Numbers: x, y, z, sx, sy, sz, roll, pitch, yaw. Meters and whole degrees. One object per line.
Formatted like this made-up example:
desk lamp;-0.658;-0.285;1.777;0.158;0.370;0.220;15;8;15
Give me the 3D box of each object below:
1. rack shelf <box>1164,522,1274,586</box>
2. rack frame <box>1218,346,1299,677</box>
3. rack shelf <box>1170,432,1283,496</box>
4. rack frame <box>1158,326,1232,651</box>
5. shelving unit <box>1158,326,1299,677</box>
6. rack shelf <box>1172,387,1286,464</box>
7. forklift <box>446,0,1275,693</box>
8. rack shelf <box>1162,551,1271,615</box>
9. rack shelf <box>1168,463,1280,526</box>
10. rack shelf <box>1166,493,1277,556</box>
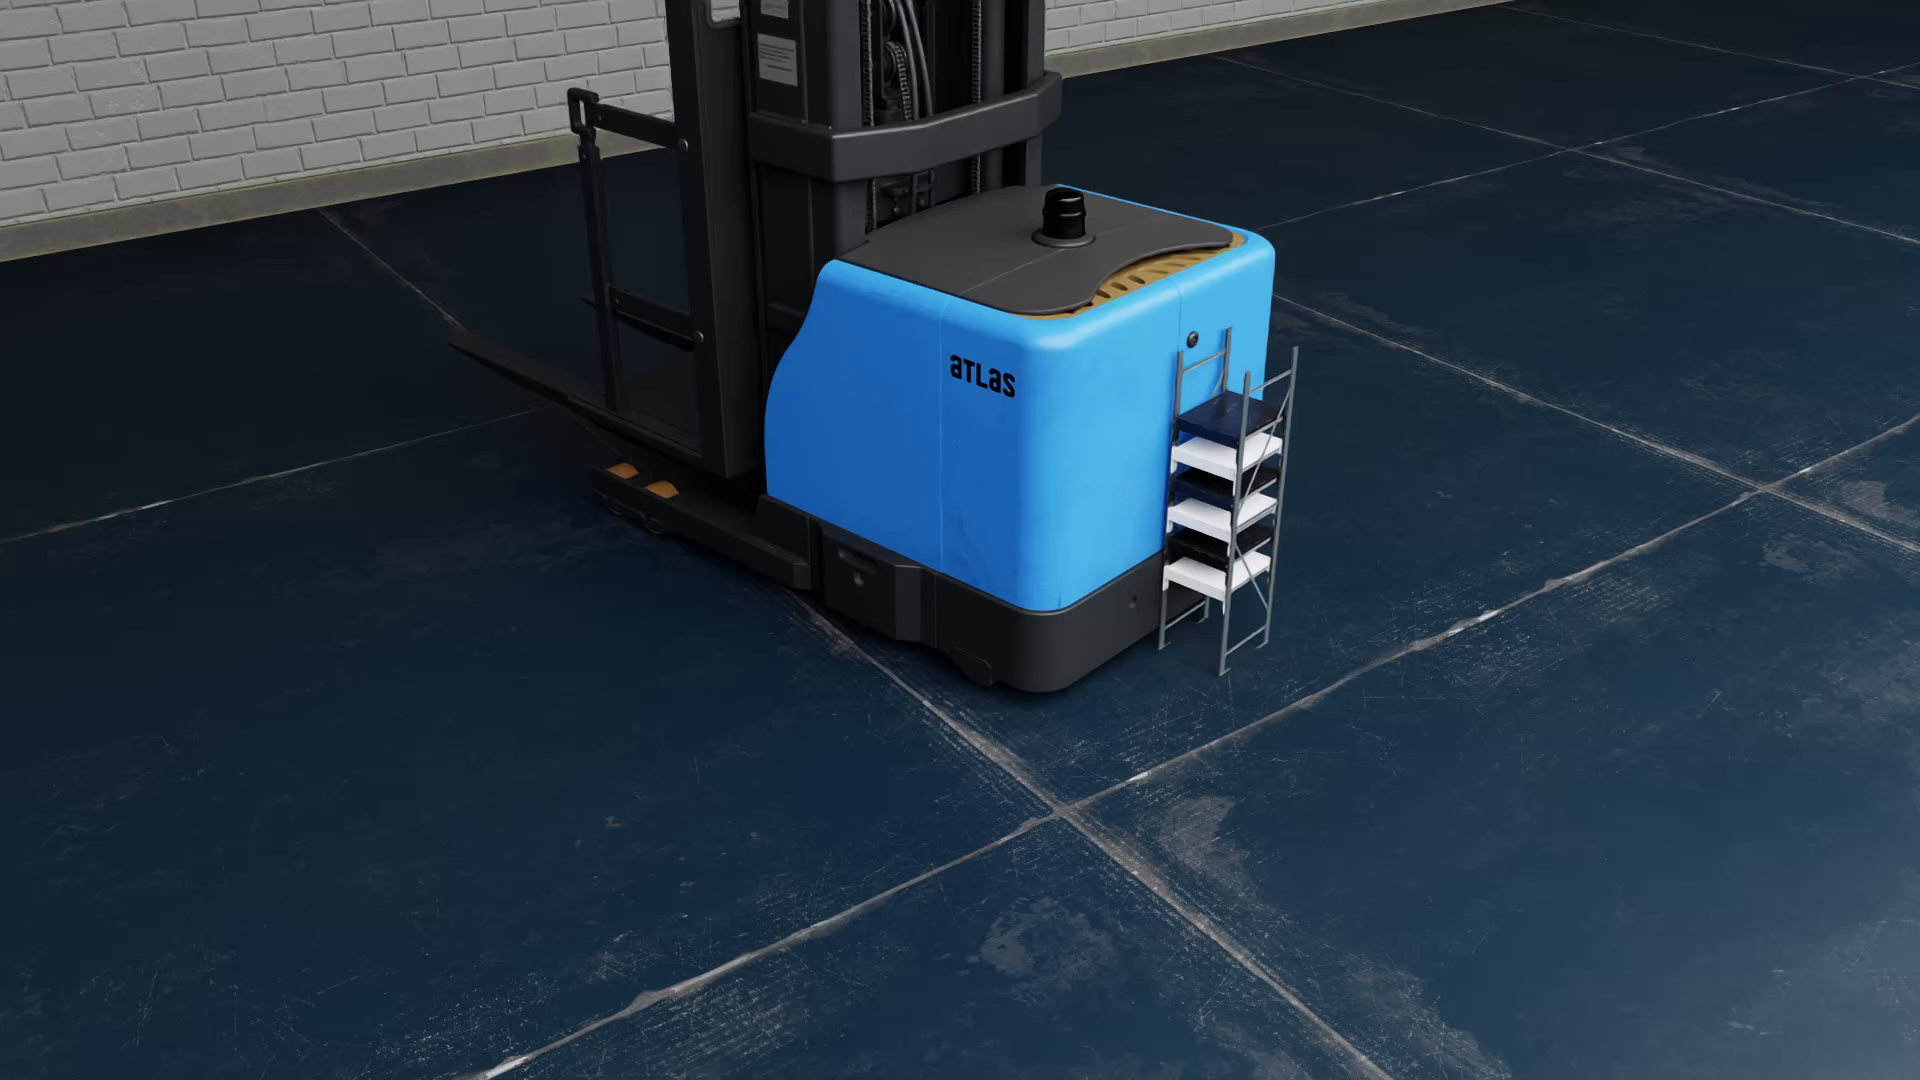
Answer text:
rack shelf;0.714;0.014;4.541;0.200;0.077;0.258;23;36;36
rack frame;0.790;-0.062;4.422;0.006;0.900;0.240;23;36;36
rack shelf;0.714;-0.224;4.412;0.200;0.077;0.258;23;36;36
rack frame;0.639;-0.127;4.542;0.006;0.900;0.240;23;36;36
shelving unit;0.714;-0.095;4.482;0.210;0.900;0.258;23;36;36
rack shelf;0.714;-0.303;4.369;0.200;0.077;0.258;23;36;36
forklift;-0.555;-1.472;4.890;3.031;2.935;1.130;23;36;36
rack shelf;0.714;0.093;4.584;0.200;0.077;0.258;23;36;36
rack shelf;0.714;-0.145;4.455;0.200;0.077;0.258;23;36;36
rack shelf;0.714;-0.066;4.498;0.200;0.077;0.258;23;36;36
